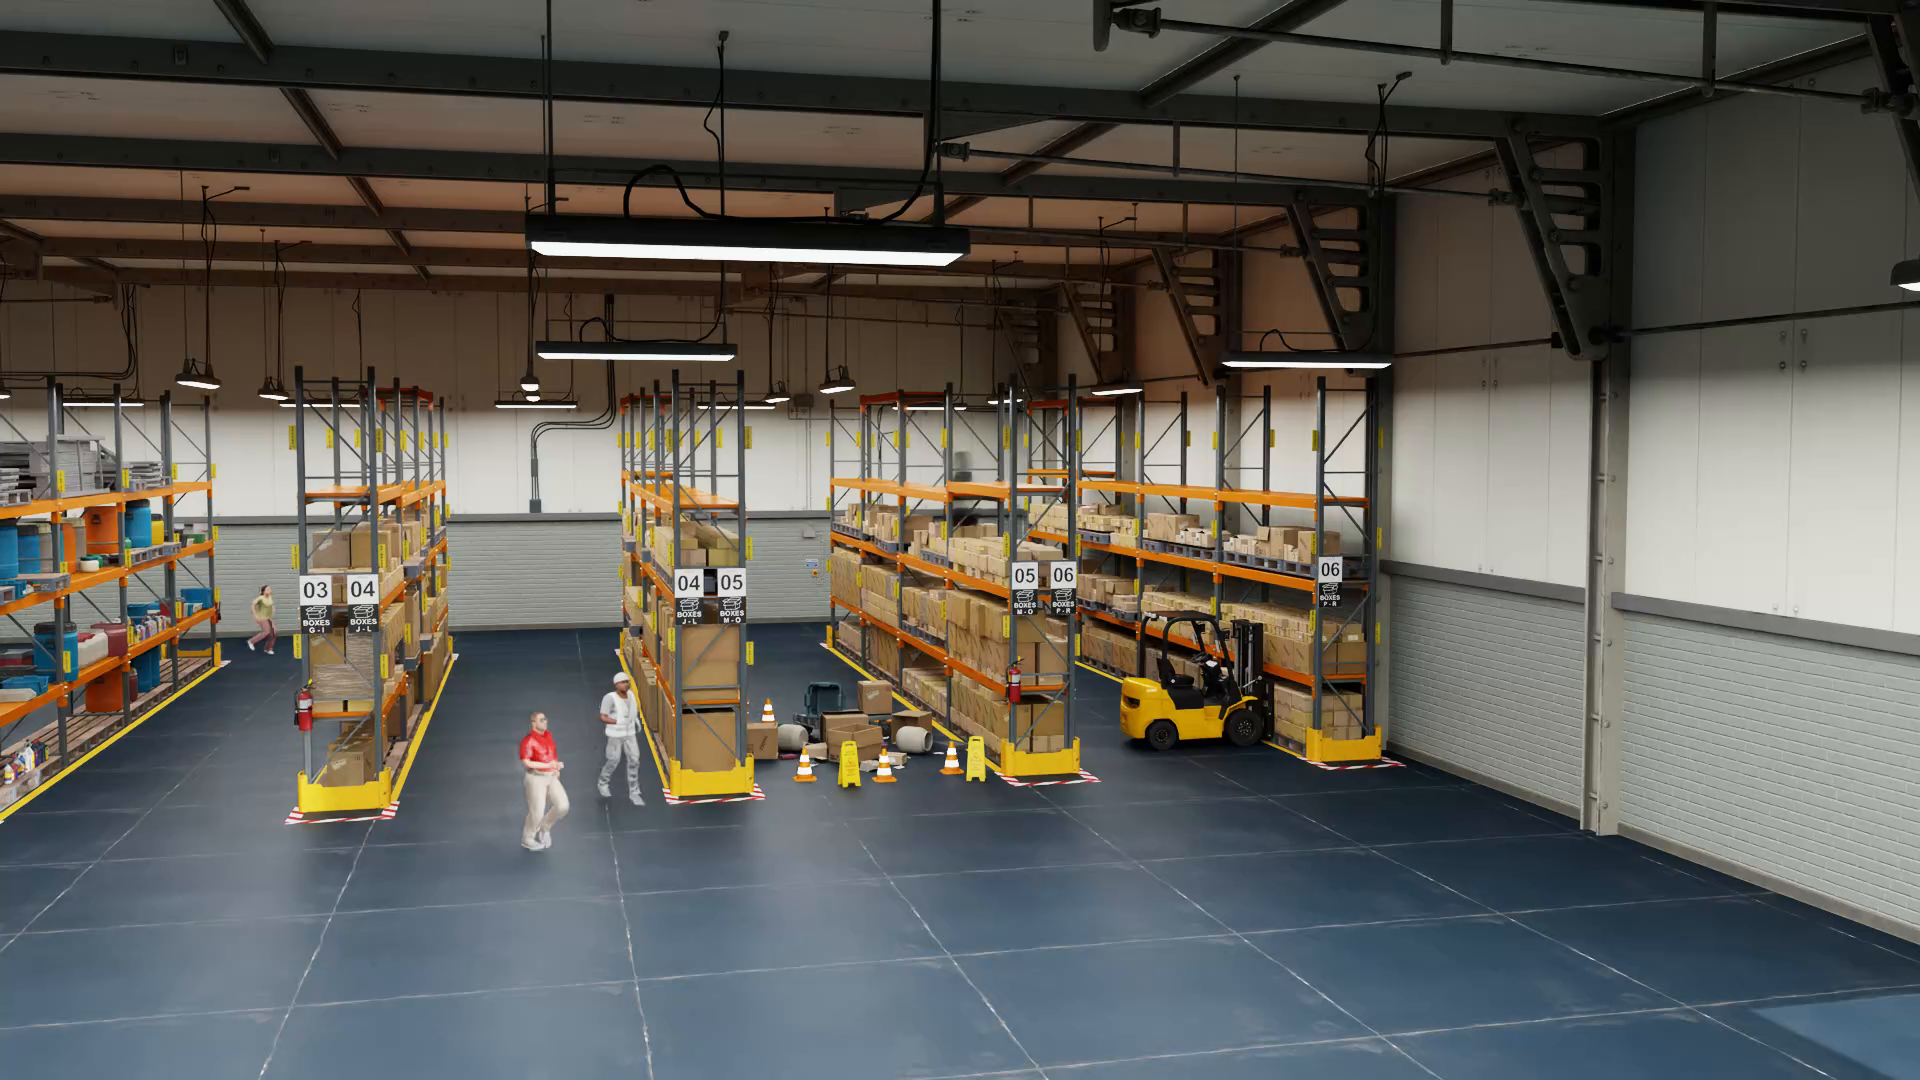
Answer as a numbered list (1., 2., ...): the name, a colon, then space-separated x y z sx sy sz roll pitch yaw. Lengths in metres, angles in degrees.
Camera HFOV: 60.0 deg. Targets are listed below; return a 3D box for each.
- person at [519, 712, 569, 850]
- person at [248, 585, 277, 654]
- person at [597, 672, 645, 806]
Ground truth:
1. person: -5.058 2.937 20.245 0.655 1.696 0.645 2 4 28
2. person: -16.372 1.881 39.119 0.547 1.639 0.720 1 3 11
3. person: -4.696 2.738 22.998 0.821 1.841 0.706 3 5 44
